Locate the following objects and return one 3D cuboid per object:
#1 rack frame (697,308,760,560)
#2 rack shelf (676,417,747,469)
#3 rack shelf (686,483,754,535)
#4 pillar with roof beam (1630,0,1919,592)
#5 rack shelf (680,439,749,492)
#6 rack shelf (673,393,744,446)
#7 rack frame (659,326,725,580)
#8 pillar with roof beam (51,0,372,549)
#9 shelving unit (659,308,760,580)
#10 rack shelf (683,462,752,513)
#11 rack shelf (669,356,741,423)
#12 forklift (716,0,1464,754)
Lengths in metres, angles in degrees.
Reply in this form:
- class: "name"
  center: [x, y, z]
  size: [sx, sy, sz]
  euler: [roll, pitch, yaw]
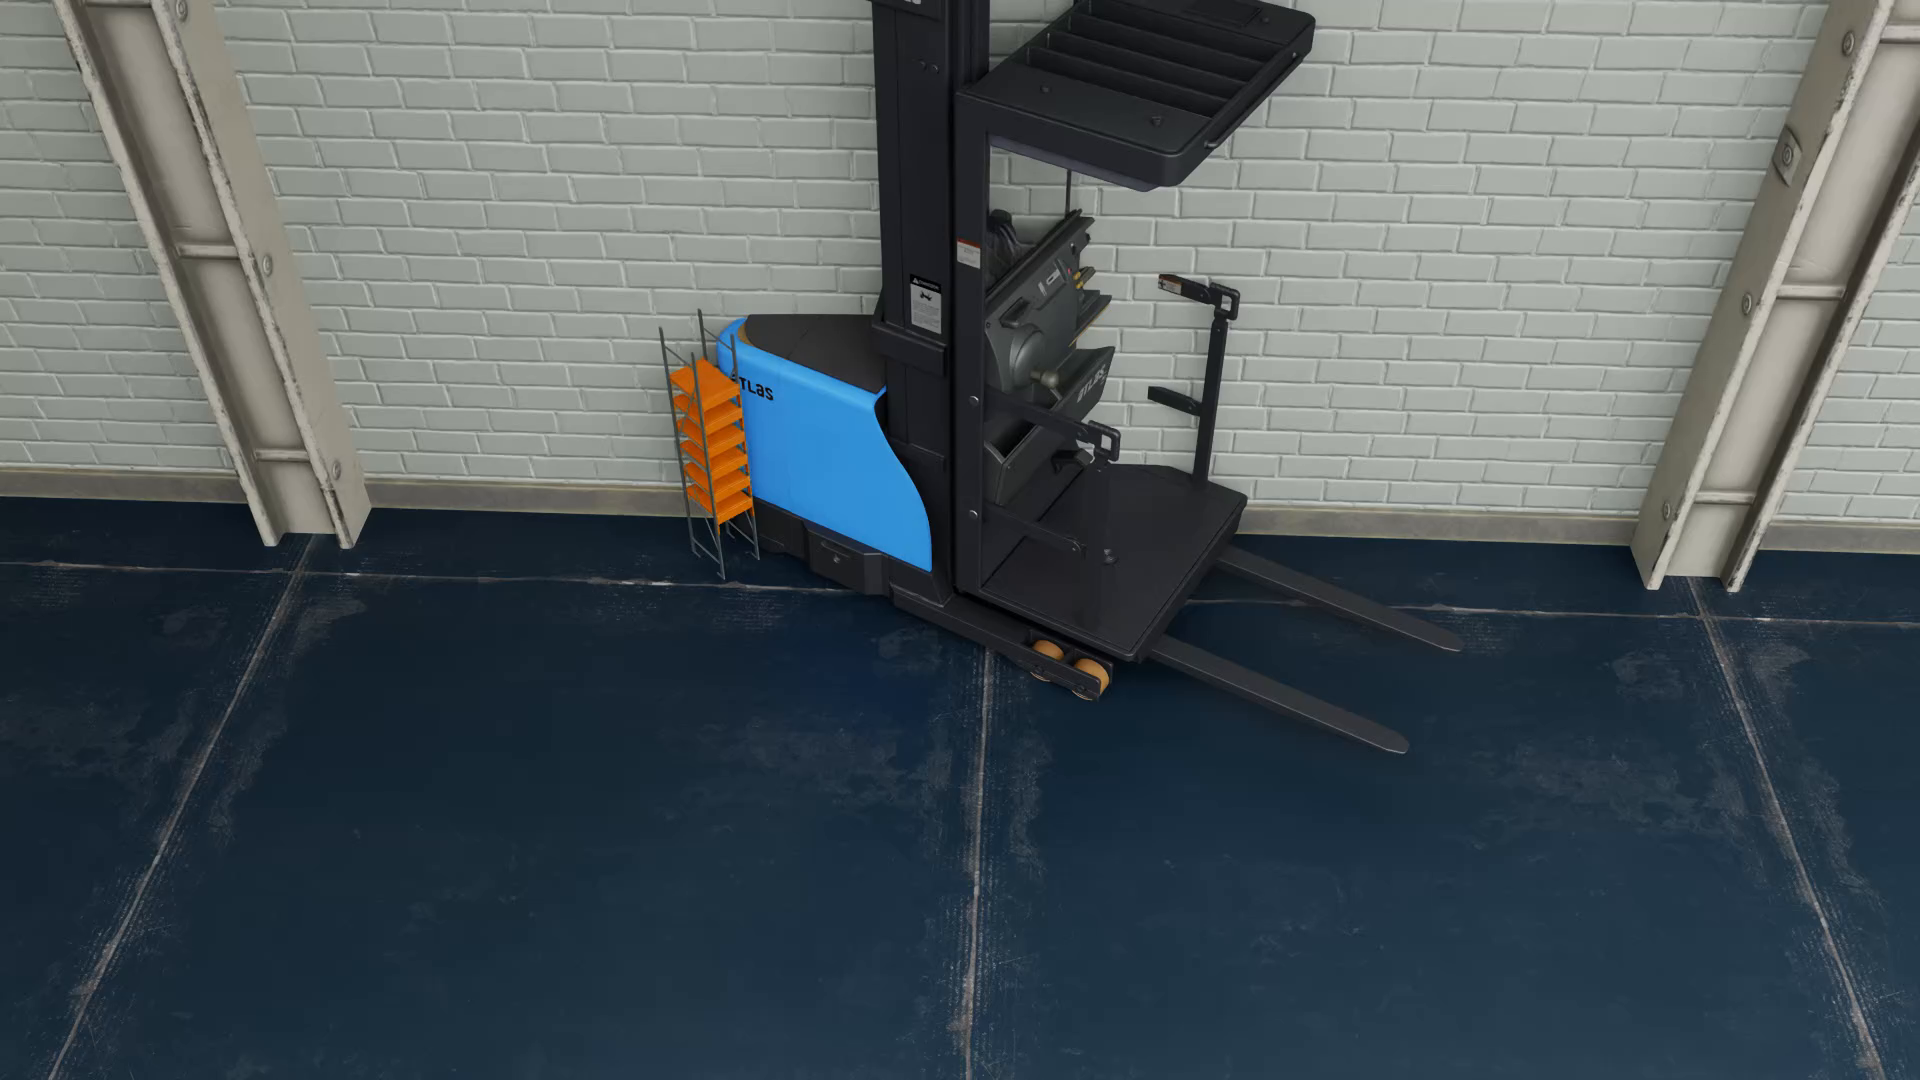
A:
- class: "rack frame"
  center: [-0.954, -0.412, 6.898]
  size: [0.006, 1.200, 0.240]
  euler: [-31, 51, -29]
- class: "rack shelf"
  center: [-1.023, -0.426, 6.802]
  size: [0.180, 0.103, 0.258]
  euler: [-31, 51, -29]
- class: "rack shelf"
  center: [-1.023, -0.163, 7.047]
  size: [0.180, 0.103, 0.258]
  euler: [-31, 51, -29]
- class: "pillar with roof beam"
  center: [2.944, -0.250, 1.002]
  size: [0.400, 9.000, 9.100]
  euler: [2, 43, 2]
- class: "rack shelf"
  center: [-1.023, -0.339, 6.884]
  size: [0.180, 0.103, 0.258]
  euler: [-31, 51, -29]
- class: "rack shelf"
  center: [-1.023, -0.514, 6.720]
  size: [0.180, 0.103, 0.258]
  euler: [-31, 51, -29]
- class: "rack frame"
  center: [-1.091, -0.330, 6.809]
  size: [0.006, 1.200, 0.240]
  euler: [-31, 51, -29]
- class: "pillar with roof beam"
  center: [-3.050, -0.435, 1.200]
  size: [0.400, 9.000, 9.100]
  euler: [2, 43, 2]
- class: "shelving unit"
  center: [-1.023, -0.371, 6.854]
  size: [0.189, 1.200, 0.258]
  euler: [-31, 51, -29]
- class: "rack shelf"
  center: [-1.023, -0.251, 6.966]
  size: [0.180, 0.103, 0.258]
  euler: [-31, 51, -29]
- class: "rack shelf"
  center: [-1.023, -0.602, 6.638]
  size: [0.180, 0.103, 0.258]
  euler: [-31, 51, -29]
- class: "forklift"
  center: [0.531, -0.850, 6.098]
  size: [3.031, 2.935, 1.130]
  euler: [23, 48, 22]
